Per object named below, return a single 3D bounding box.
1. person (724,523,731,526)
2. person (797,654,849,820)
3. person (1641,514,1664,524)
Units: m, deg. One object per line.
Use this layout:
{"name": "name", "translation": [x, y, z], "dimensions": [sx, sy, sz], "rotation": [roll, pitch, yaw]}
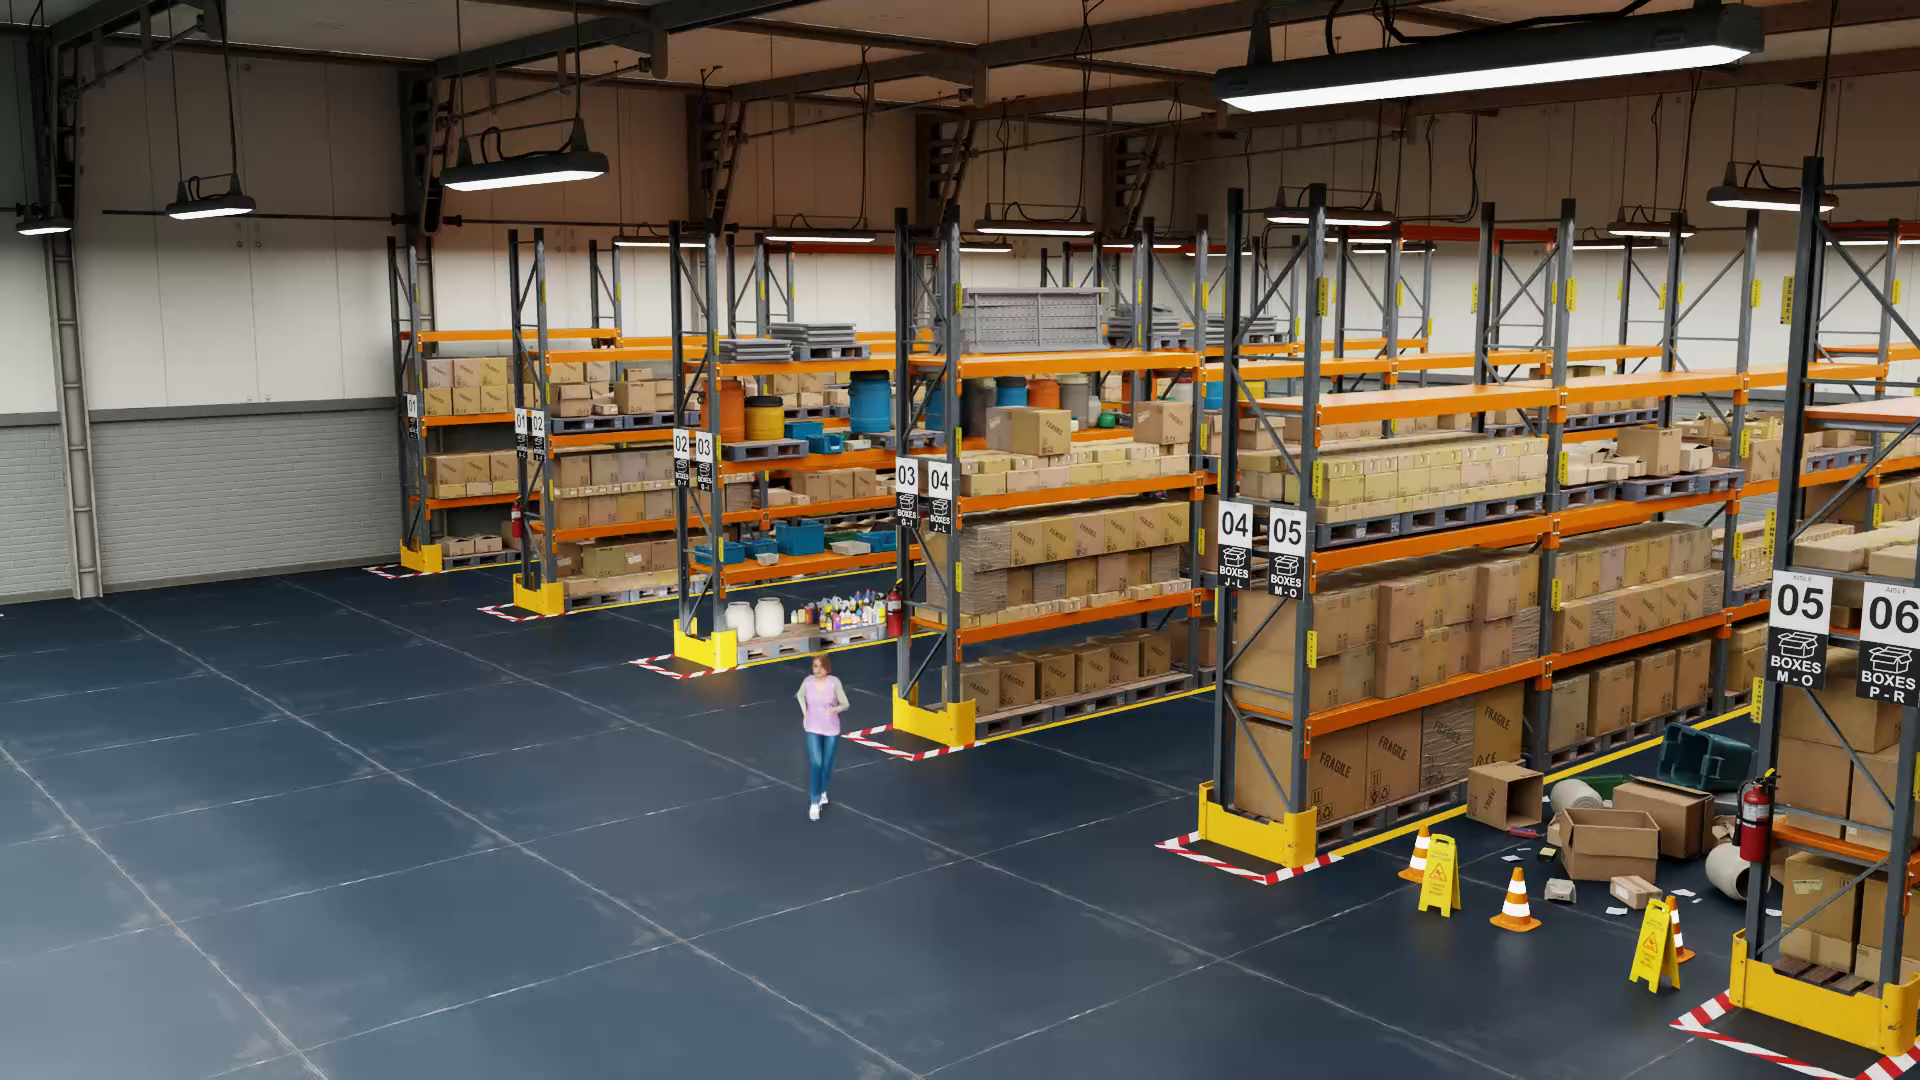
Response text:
{"name": "person", "translation": [-4.441, -0.463, 31.121], "dimensions": [0.706, 1.720, 0.575], "rotation": [8, 12, 43]}
{"name": "person", "translation": [-1.335, 1.910, 16.252], "dimensions": [0.506, 1.641, 0.701], "rotation": [-1, 9, -5]}
{"name": "person", "translation": [10.828, 0.336, 25.973], "dimensions": [0.713, 1.734, 0.635], "rotation": [7, 11, 40]}
